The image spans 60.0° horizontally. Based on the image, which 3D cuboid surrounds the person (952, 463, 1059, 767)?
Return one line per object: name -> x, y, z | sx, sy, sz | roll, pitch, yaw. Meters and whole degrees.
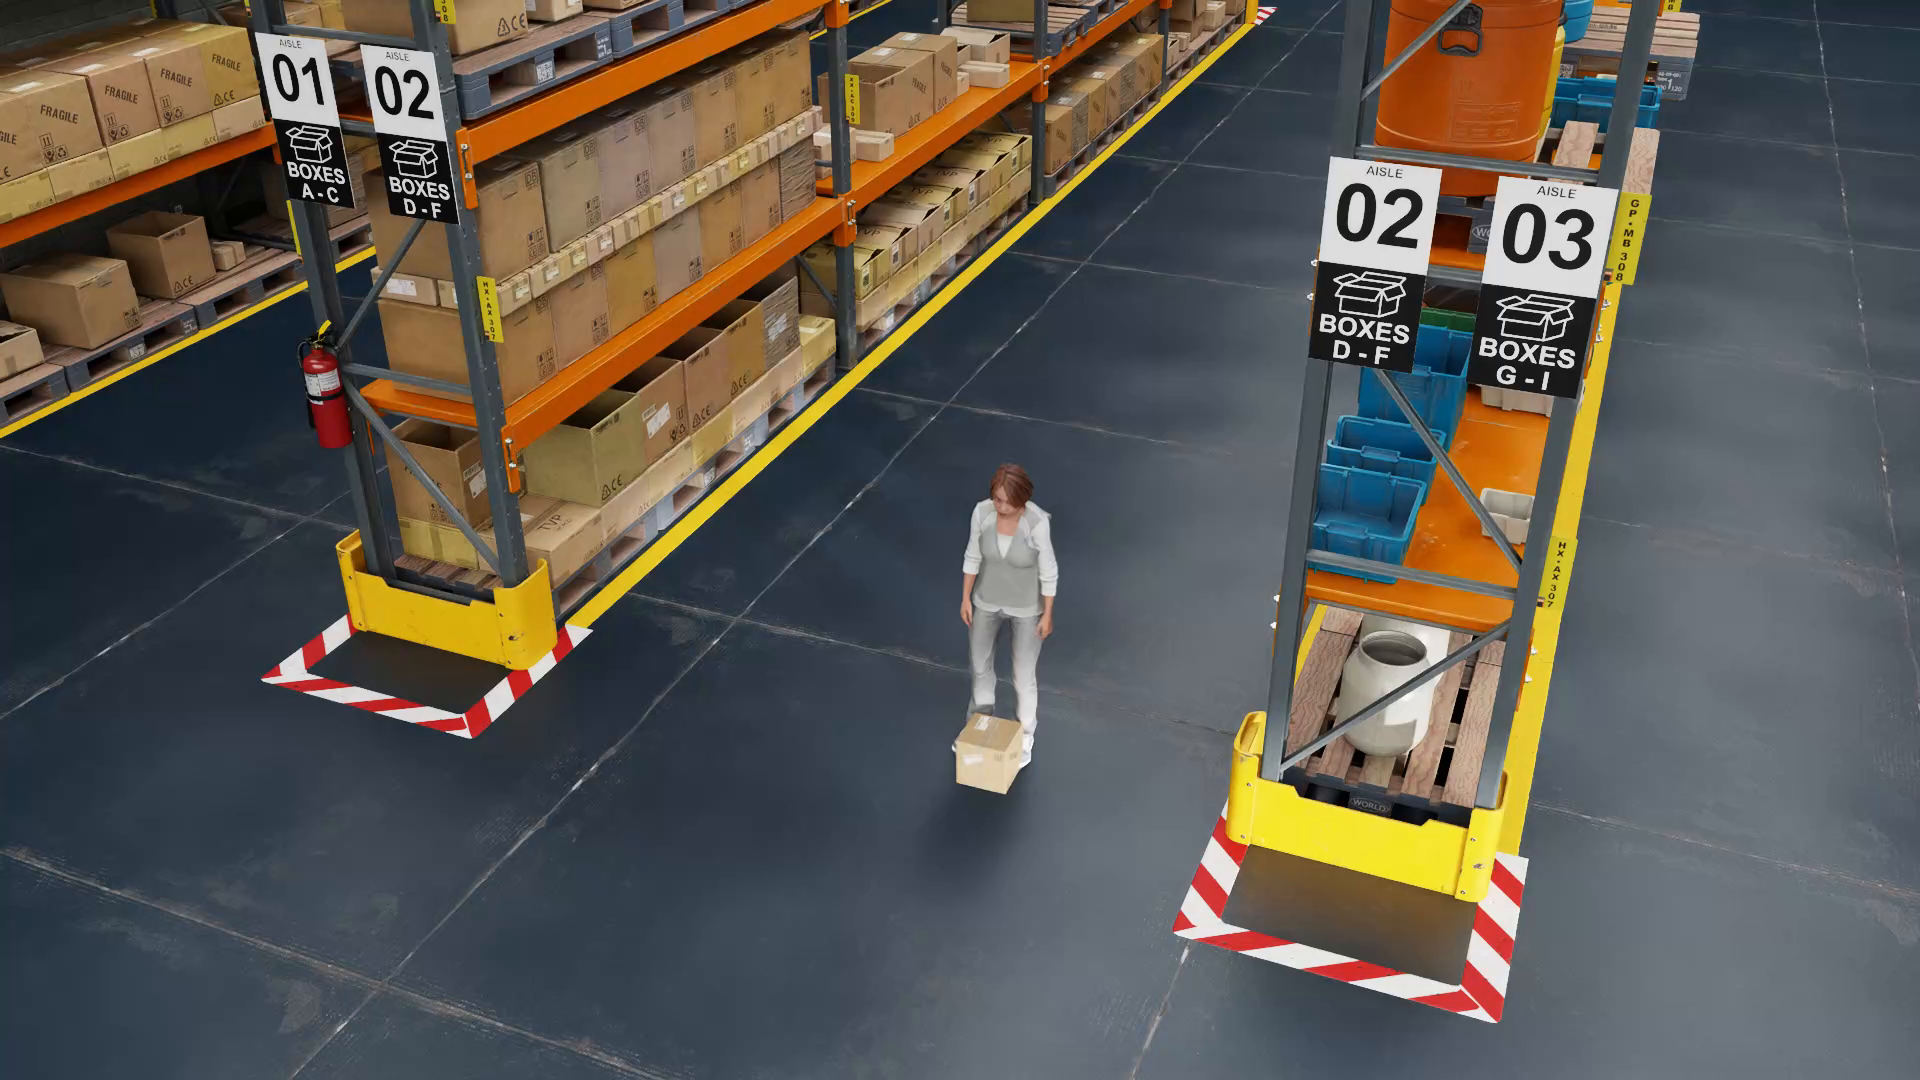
person -> 0.222, 0.330, 7.829 | 0.469, 1.590, 0.349 | 10, 32, 17
